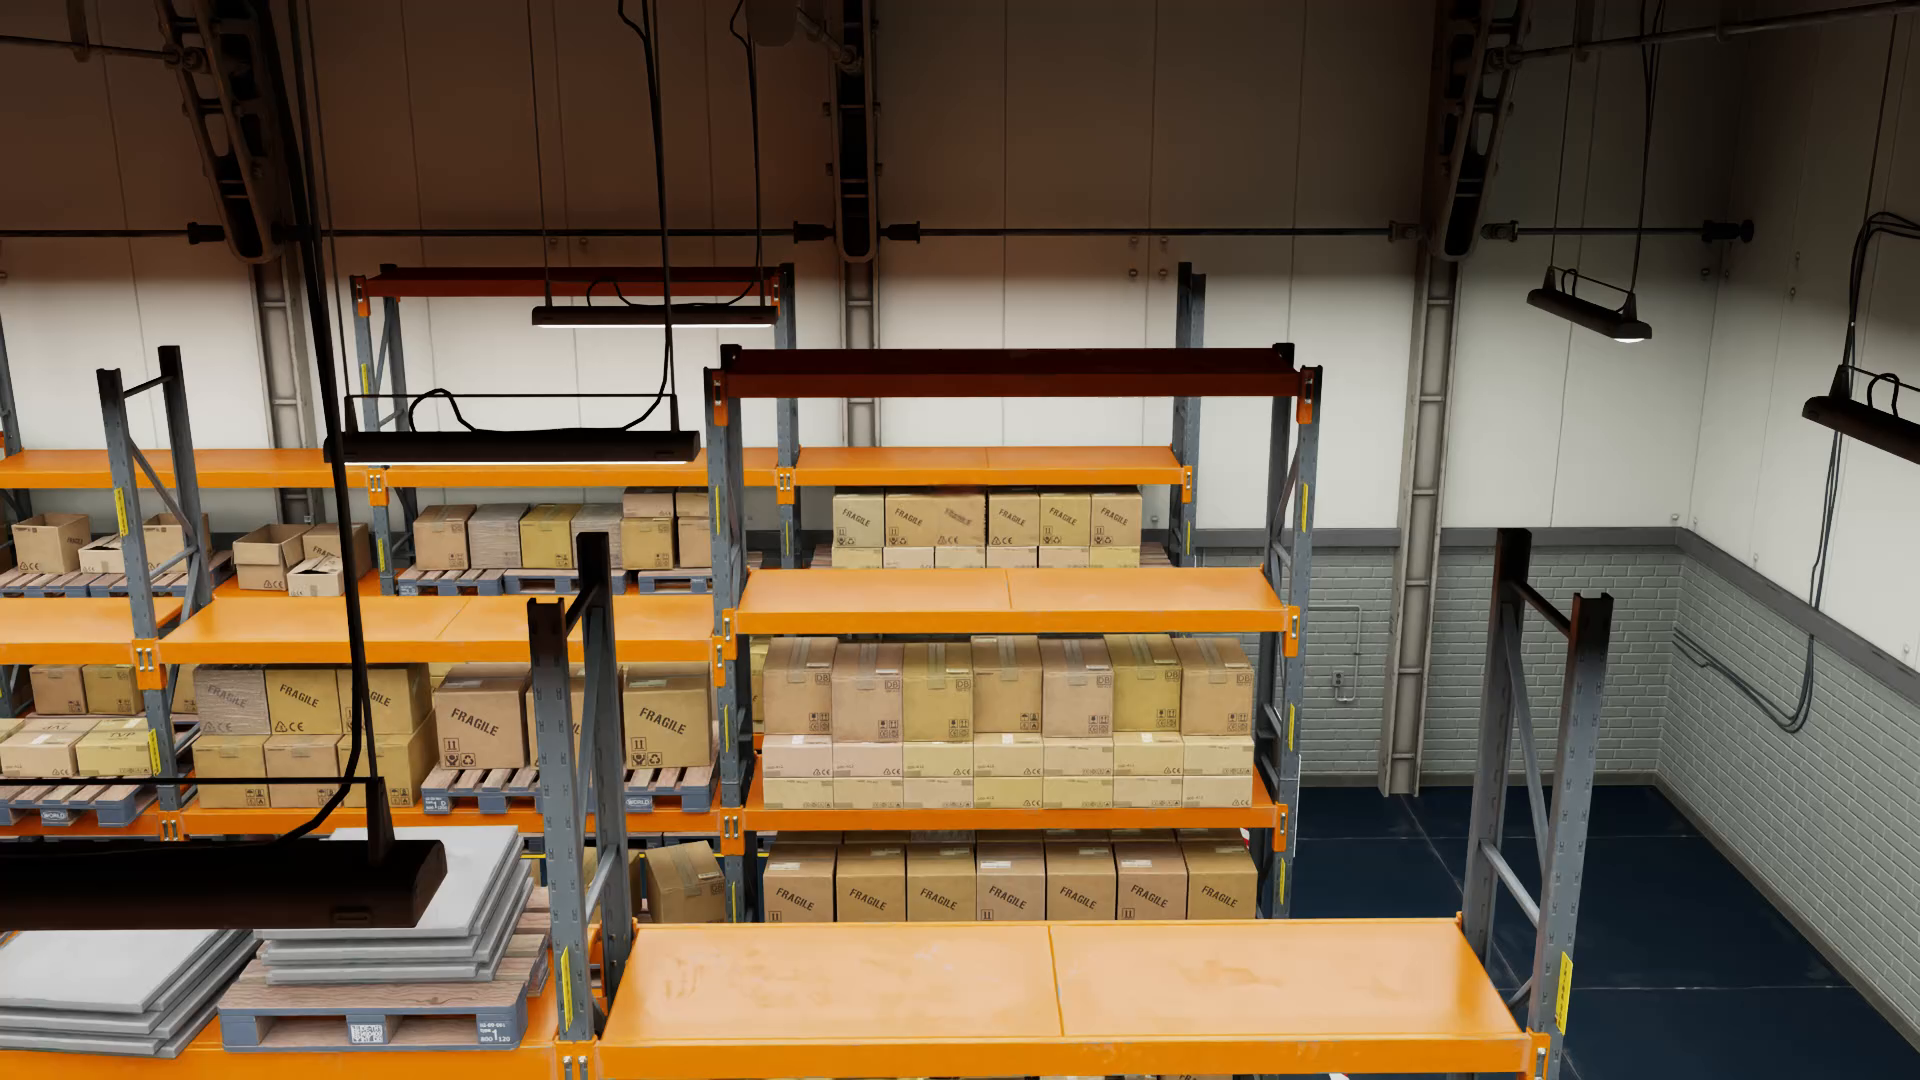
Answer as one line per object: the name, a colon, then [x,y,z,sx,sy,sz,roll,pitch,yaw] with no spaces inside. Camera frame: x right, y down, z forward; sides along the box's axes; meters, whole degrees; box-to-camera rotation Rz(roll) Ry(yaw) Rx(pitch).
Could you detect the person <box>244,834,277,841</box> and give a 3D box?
person: [-6.313,3.129,14.716,0.822,1.817,0.605,3,16,11]
